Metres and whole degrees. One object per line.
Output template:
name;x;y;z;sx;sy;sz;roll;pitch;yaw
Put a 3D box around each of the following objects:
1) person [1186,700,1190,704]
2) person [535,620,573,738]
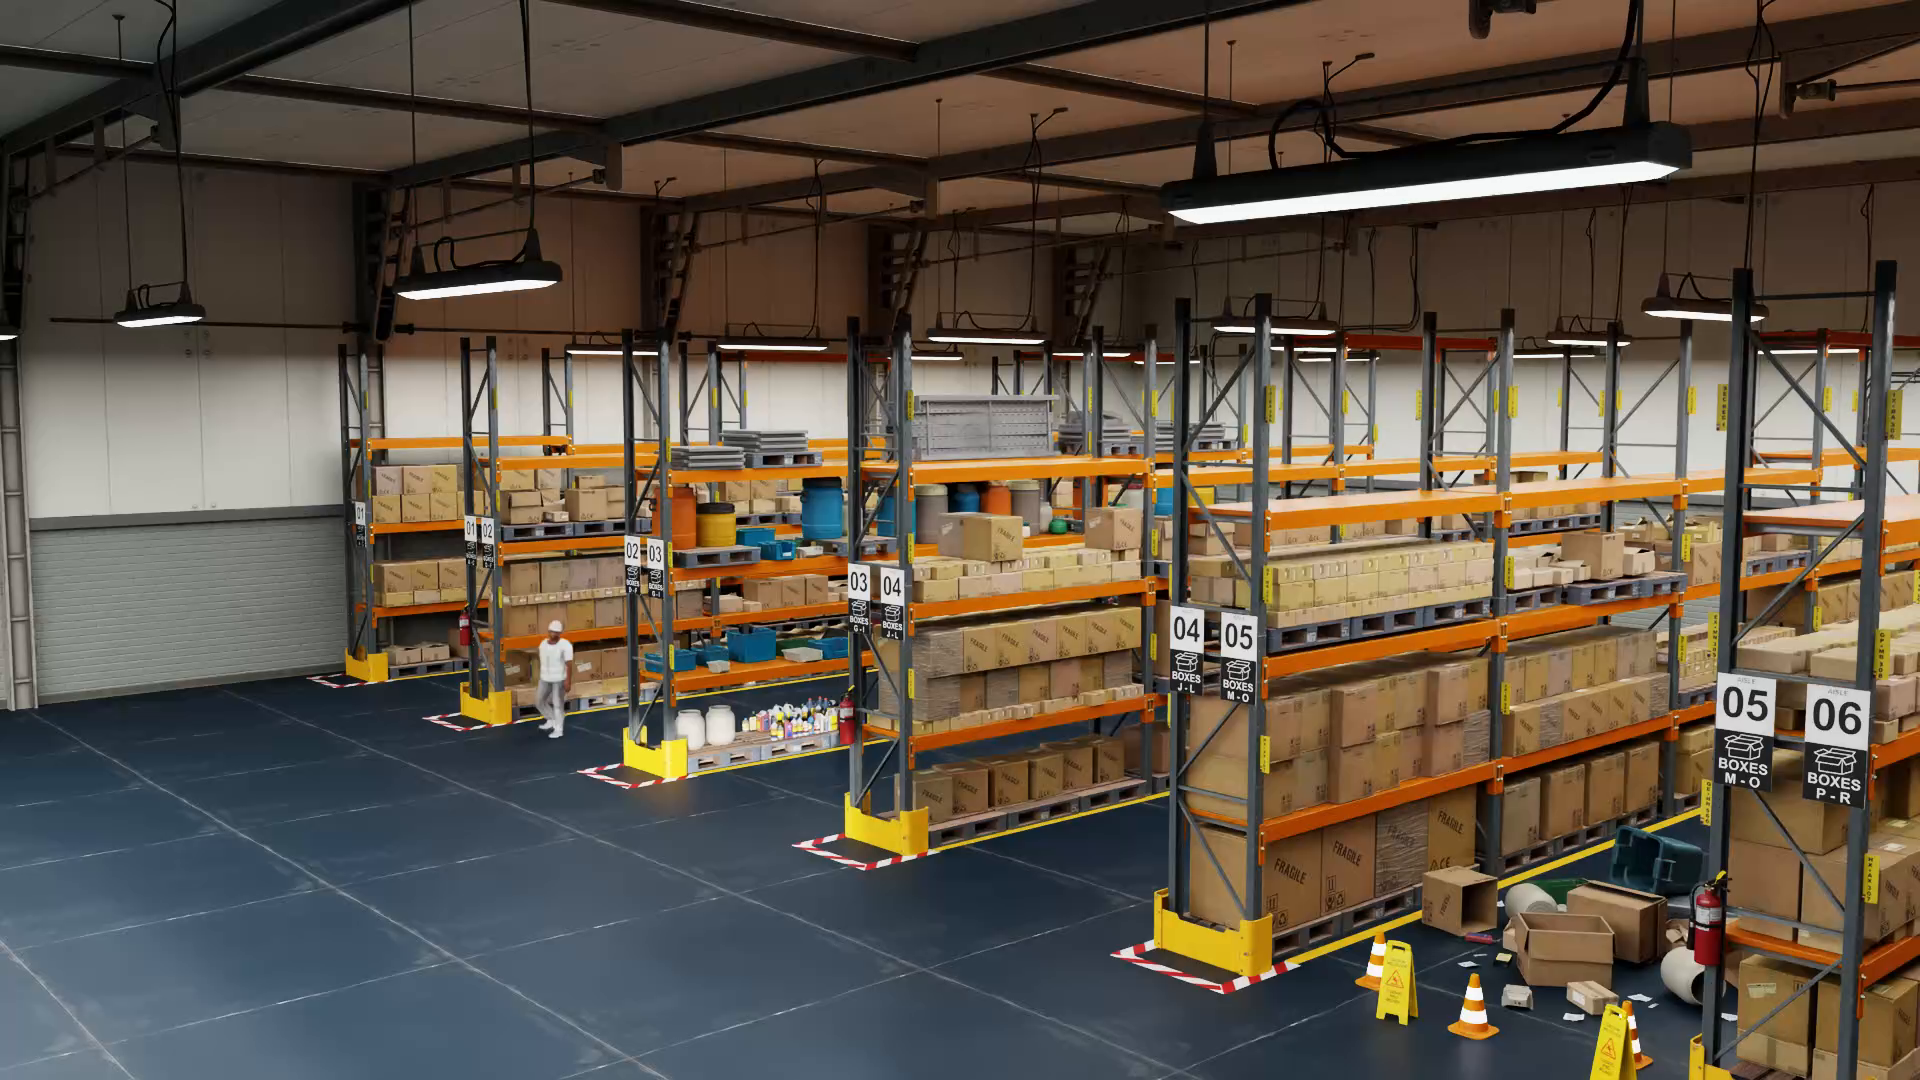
person;3.679;1.668;26.108;0.642;1.835;0.696;4;6;35
person;-6.042;2.060;24.783;0.646;1.759;0.459;2;5;18
